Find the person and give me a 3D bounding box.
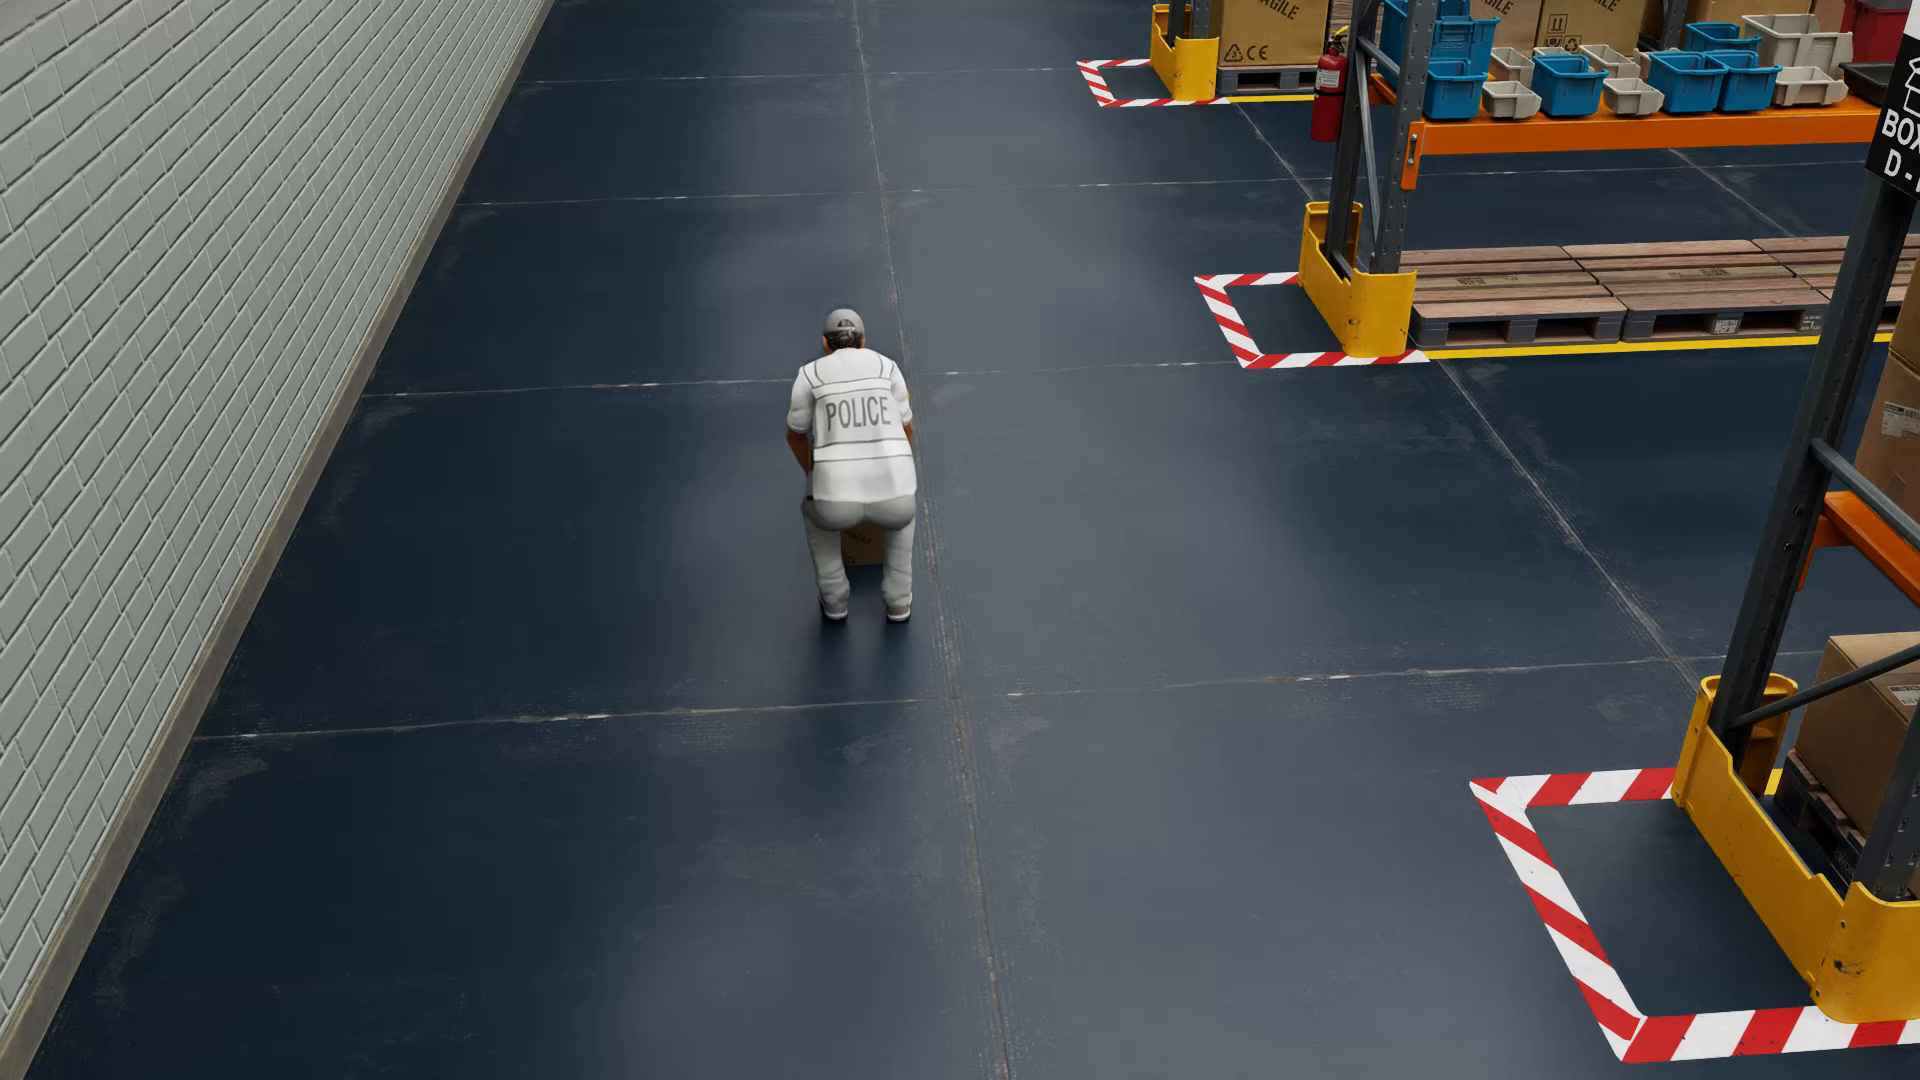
[{"bbox_3d":[-0.451,-0.274,6.975,0.538,1.265,0.785,-3,31,-4],"label":"person"}]
